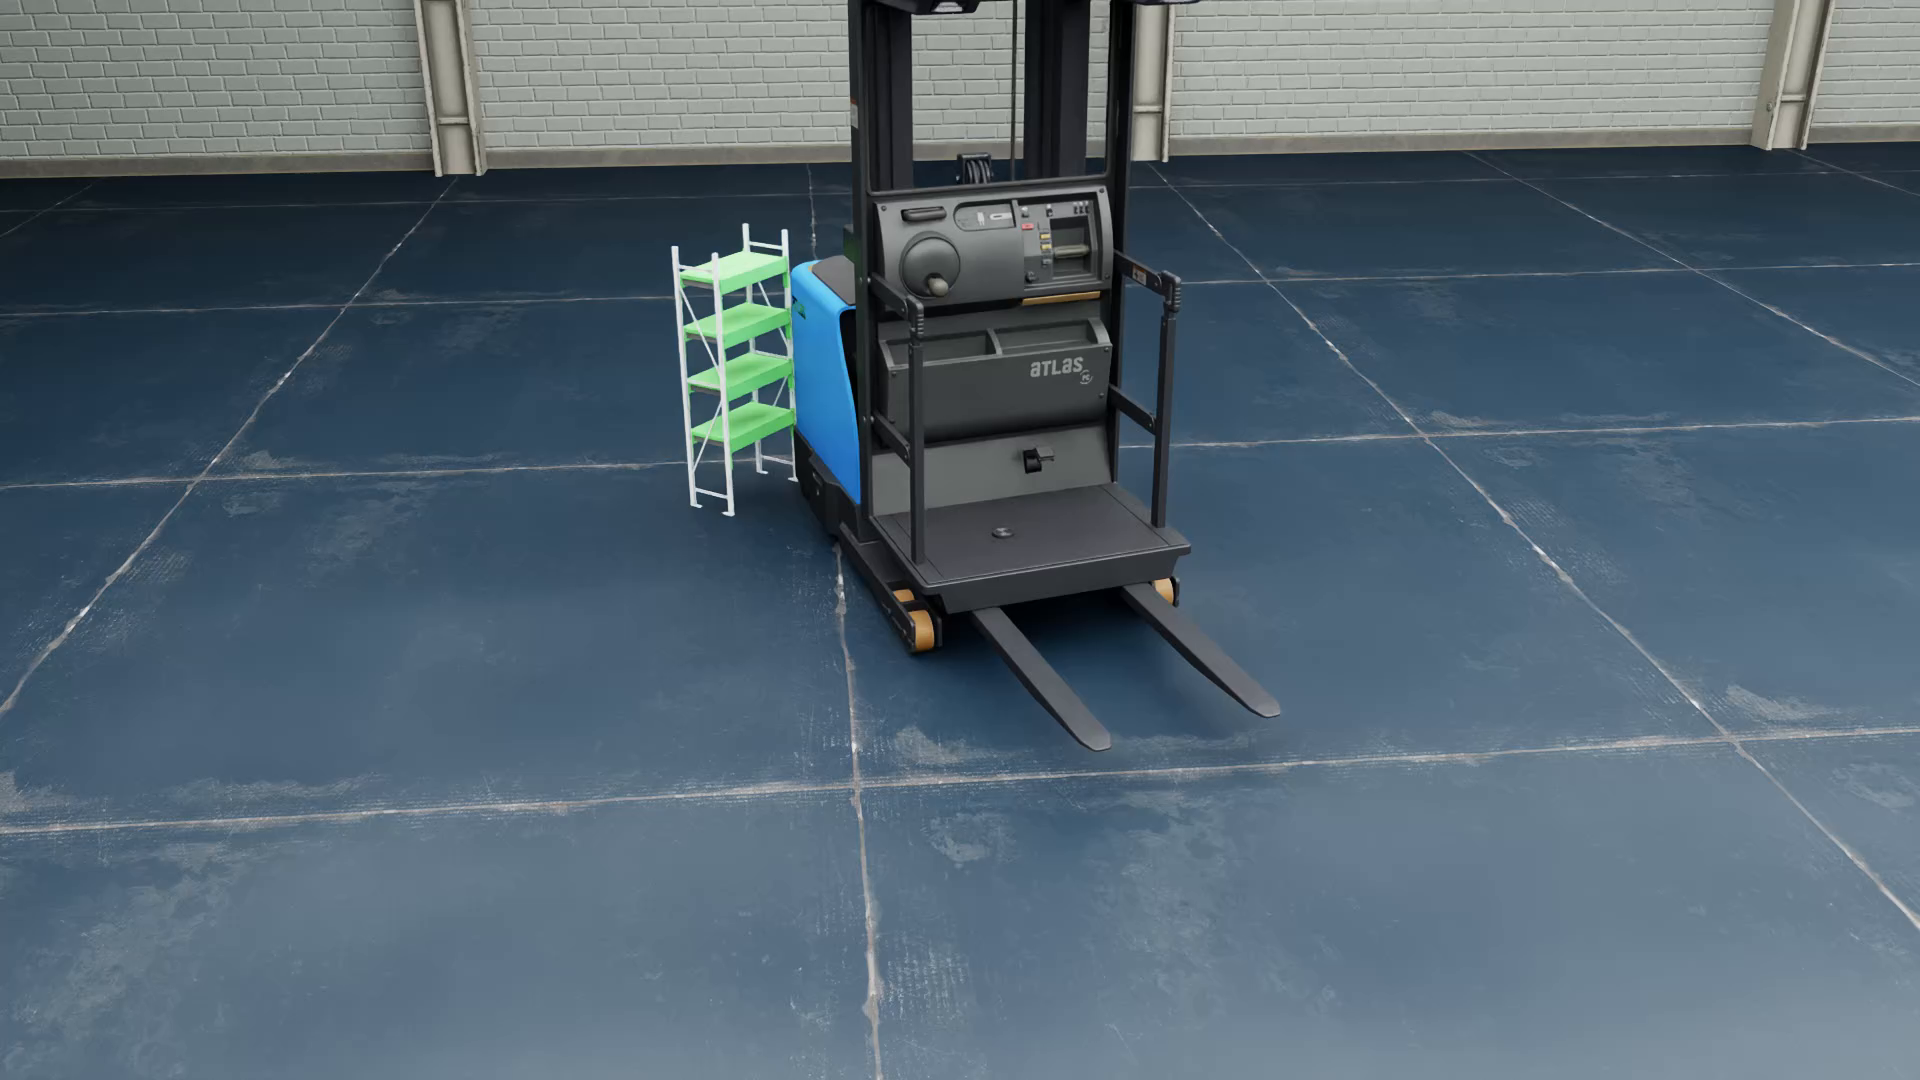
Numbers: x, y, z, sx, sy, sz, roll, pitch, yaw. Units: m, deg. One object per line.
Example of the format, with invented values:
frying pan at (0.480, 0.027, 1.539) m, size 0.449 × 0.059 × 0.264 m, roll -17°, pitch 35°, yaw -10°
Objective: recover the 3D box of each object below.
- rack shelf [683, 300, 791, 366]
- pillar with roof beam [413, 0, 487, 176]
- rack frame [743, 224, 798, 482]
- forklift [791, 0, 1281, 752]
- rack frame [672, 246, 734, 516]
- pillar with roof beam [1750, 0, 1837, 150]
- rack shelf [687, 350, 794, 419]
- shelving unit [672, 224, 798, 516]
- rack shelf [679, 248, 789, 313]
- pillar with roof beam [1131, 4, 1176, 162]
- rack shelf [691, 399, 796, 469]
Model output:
rack shelf at (-1.000, -0.929, 7.427) m, size 0.258 × 0.148 × 0.480 m, roll 14°, pitch 27°, yaw 29°
pillar with roof beam at (-3.899, -5.562, 8.685) m, size 0.400 × 9.000 × 9.100 m, roll -2°, pitch 24°, yaw -5°
rack frame at (-0.872, -0.852, 7.689) m, size 0.240 × 1.200 × 0.015 m, roll 14°, pitch 27°, yaw 29°
forklift at (0.216, -1.099, 6.114) m, size 1.130 × 2.935 × 3.031 m, roll -8°, pitch 25°, yaw -18°
rack frame at (-1.126, -0.683, 7.308) m, size 0.240 × 1.200 × 0.015 m, roll 14°, pitch 27°, yaw 29°
pillar with roof beam at (8.043, -6.041, 9.763) m, size 0.400 × 9.000 × 9.100 m, roll -2°, pitch 24°, yaw -5°
rack shelf at (-0.999, -0.709, 7.524) m, size 0.258 × 0.148 × 0.480 m, roll 14°, pitch 27°, yaw 29°
shelving unit at (-0.999, -0.768, 7.498) m, size 0.258 × 1.200 × 0.503 m, roll 14°, pitch 27°, yaw 29°
rack shelf at (-1.001, -1.148, 7.330) m, size 0.258 × 0.148 × 0.480 m, roll 14°, pitch 27°, yaw 29°
pillar with roof beam at (2.072, -5.802, 9.224) m, size 0.400 × 9.000 × 9.100 m, roll -2°, pitch 24°, yaw -5°
rack shelf at (-0.997, -0.490, 7.621) m, size 0.258 × 0.148 × 0.480 m, roll 14°, pitch 27°, yaw 29°
